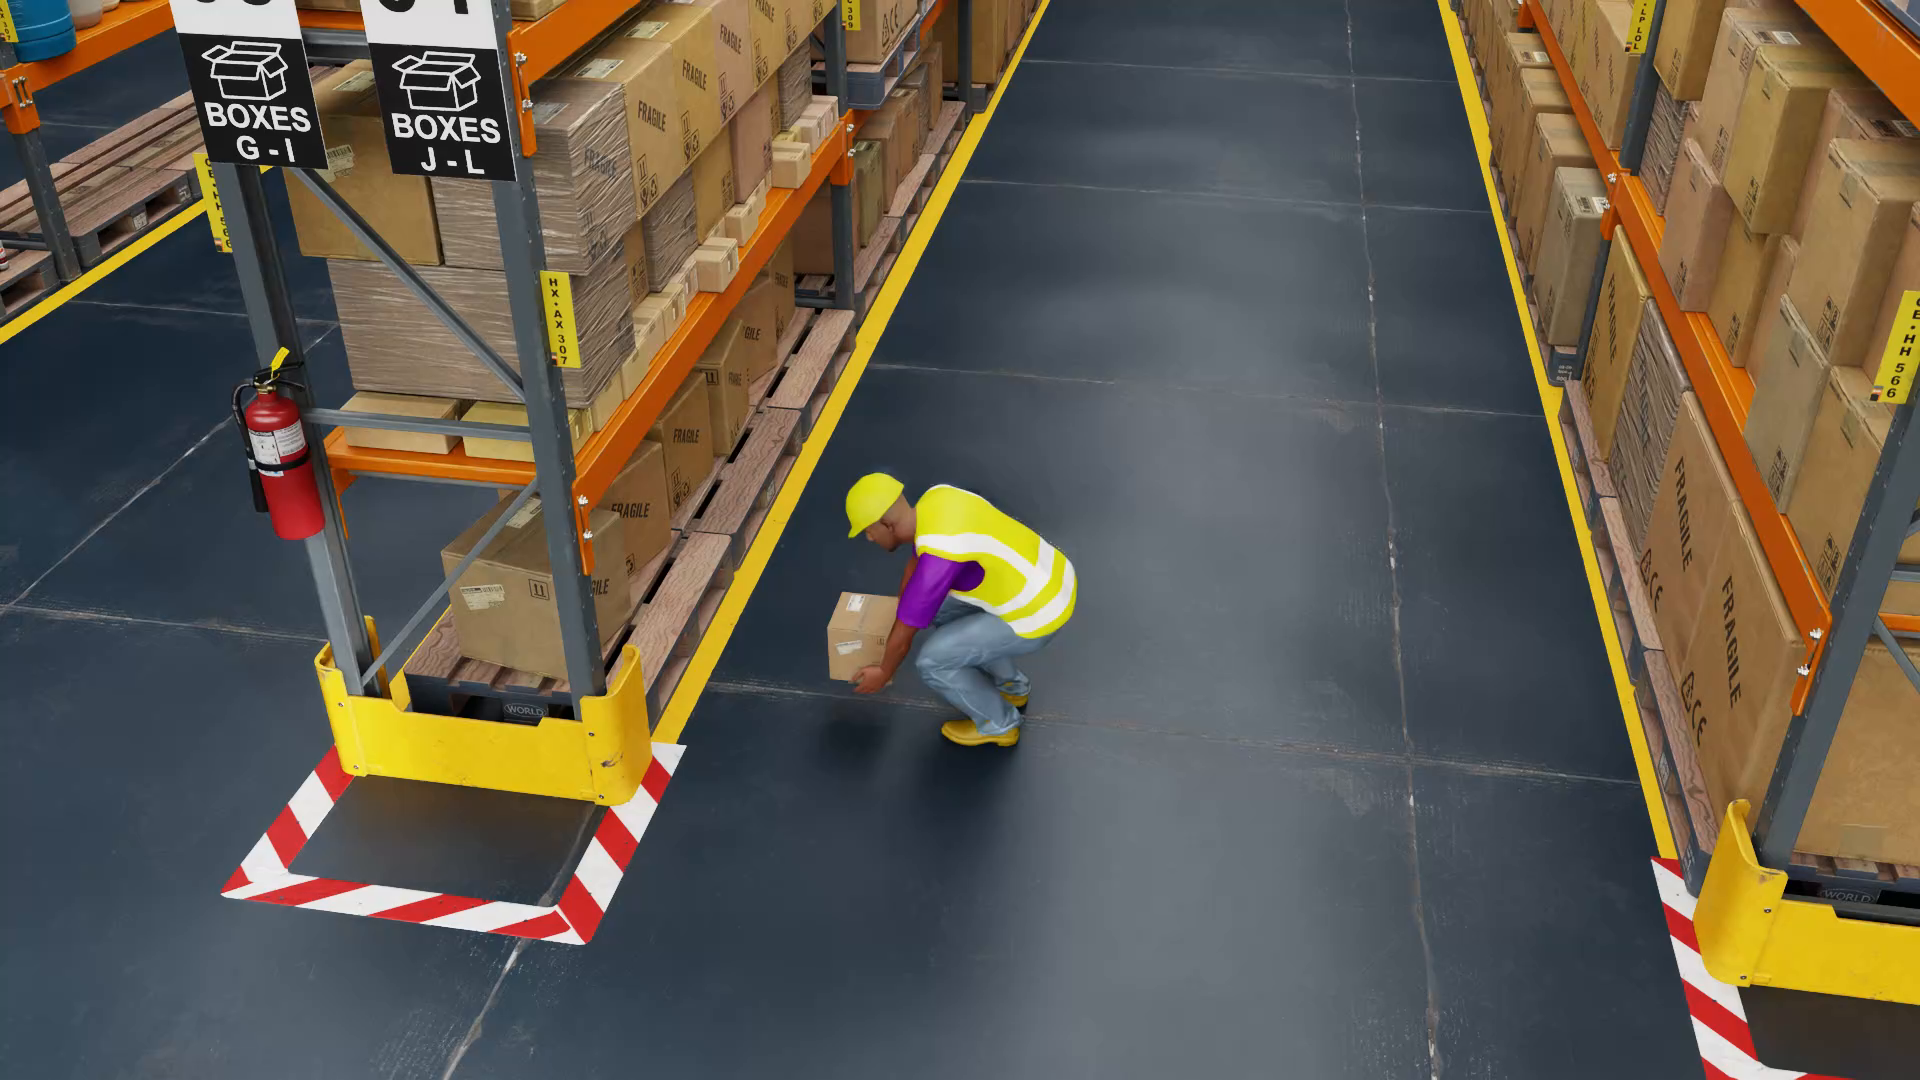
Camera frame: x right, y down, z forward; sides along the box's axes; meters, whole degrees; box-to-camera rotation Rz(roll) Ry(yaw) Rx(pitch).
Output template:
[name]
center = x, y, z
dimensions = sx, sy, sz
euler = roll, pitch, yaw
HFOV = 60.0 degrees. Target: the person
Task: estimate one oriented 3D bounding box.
[person]
center = 0.006, 0.254, 6.329
dimensions = 0.860, 1.111, 0.603
euler = 5, 33, 8
